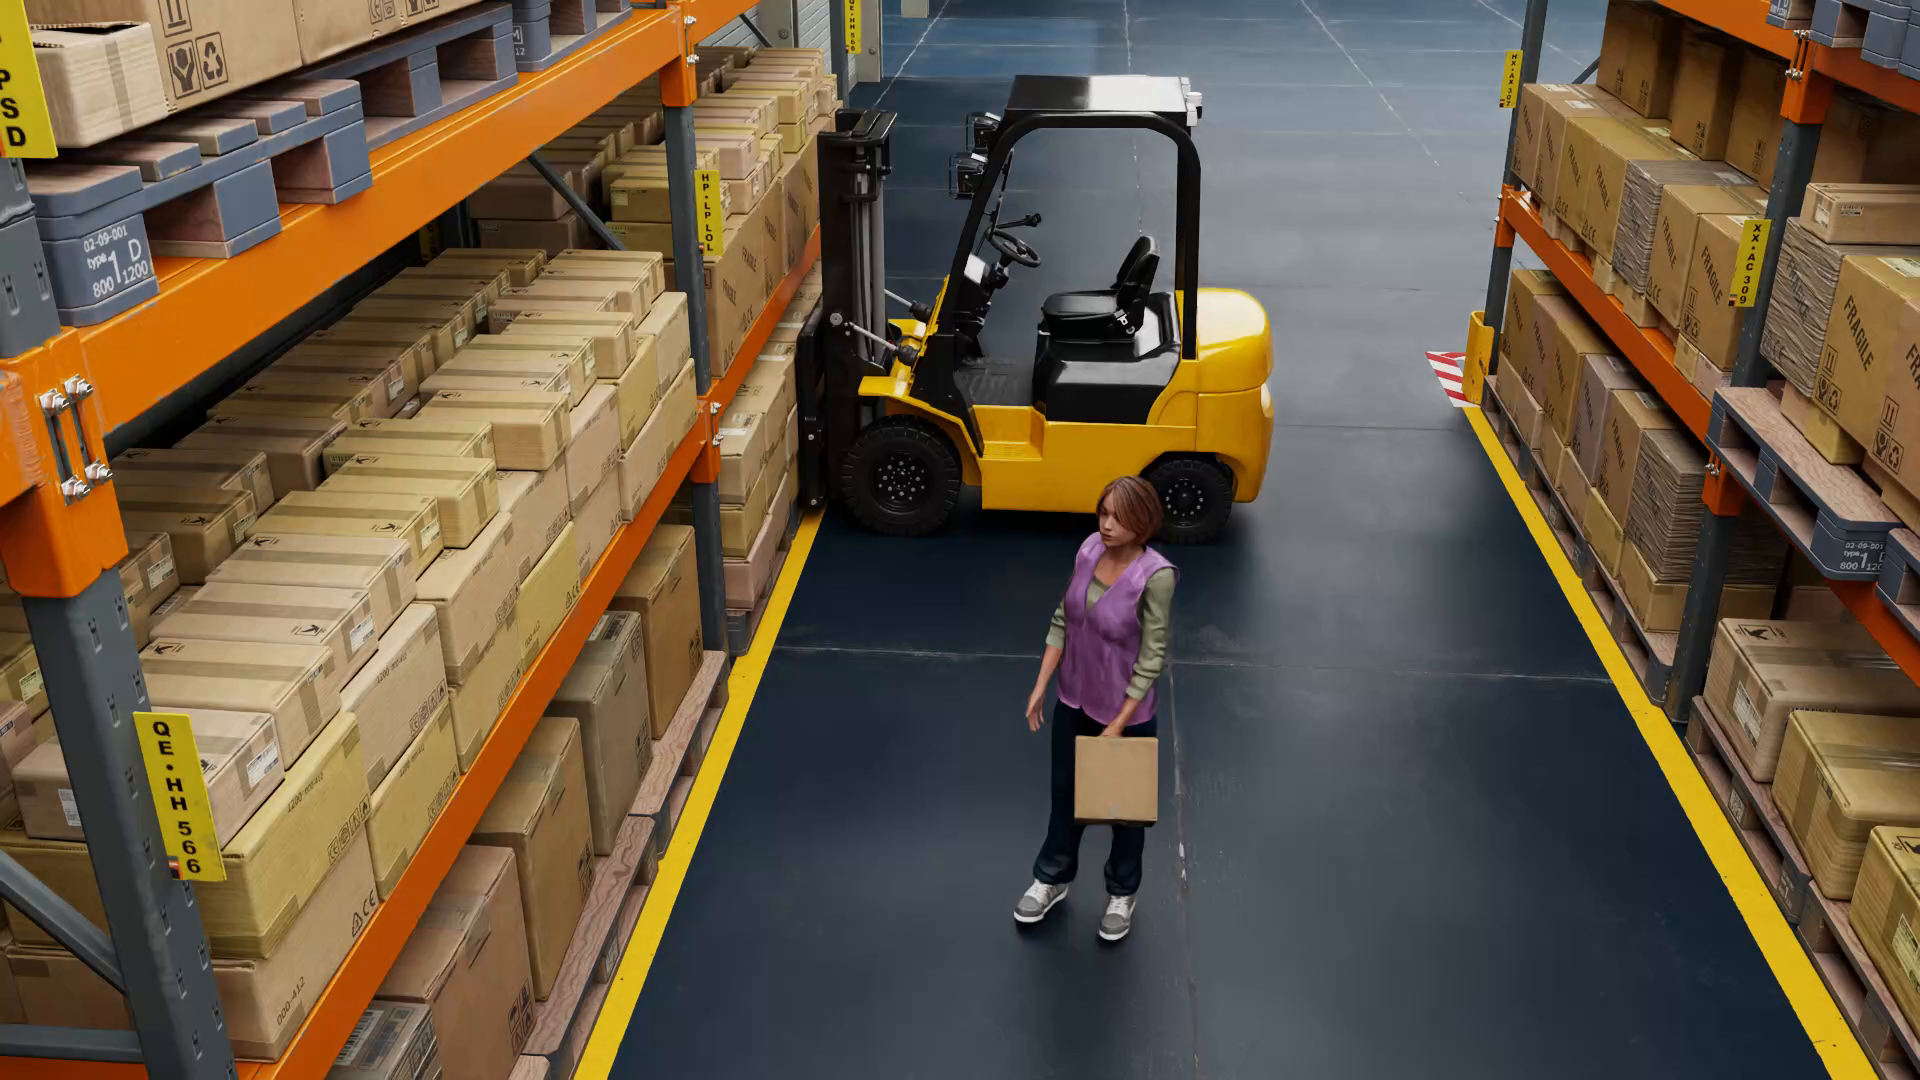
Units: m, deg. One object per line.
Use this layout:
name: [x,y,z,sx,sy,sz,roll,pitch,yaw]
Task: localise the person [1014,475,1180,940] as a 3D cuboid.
person: [0.443,0.564,5.369,0.434,1.603,0.443,23,33,40]
